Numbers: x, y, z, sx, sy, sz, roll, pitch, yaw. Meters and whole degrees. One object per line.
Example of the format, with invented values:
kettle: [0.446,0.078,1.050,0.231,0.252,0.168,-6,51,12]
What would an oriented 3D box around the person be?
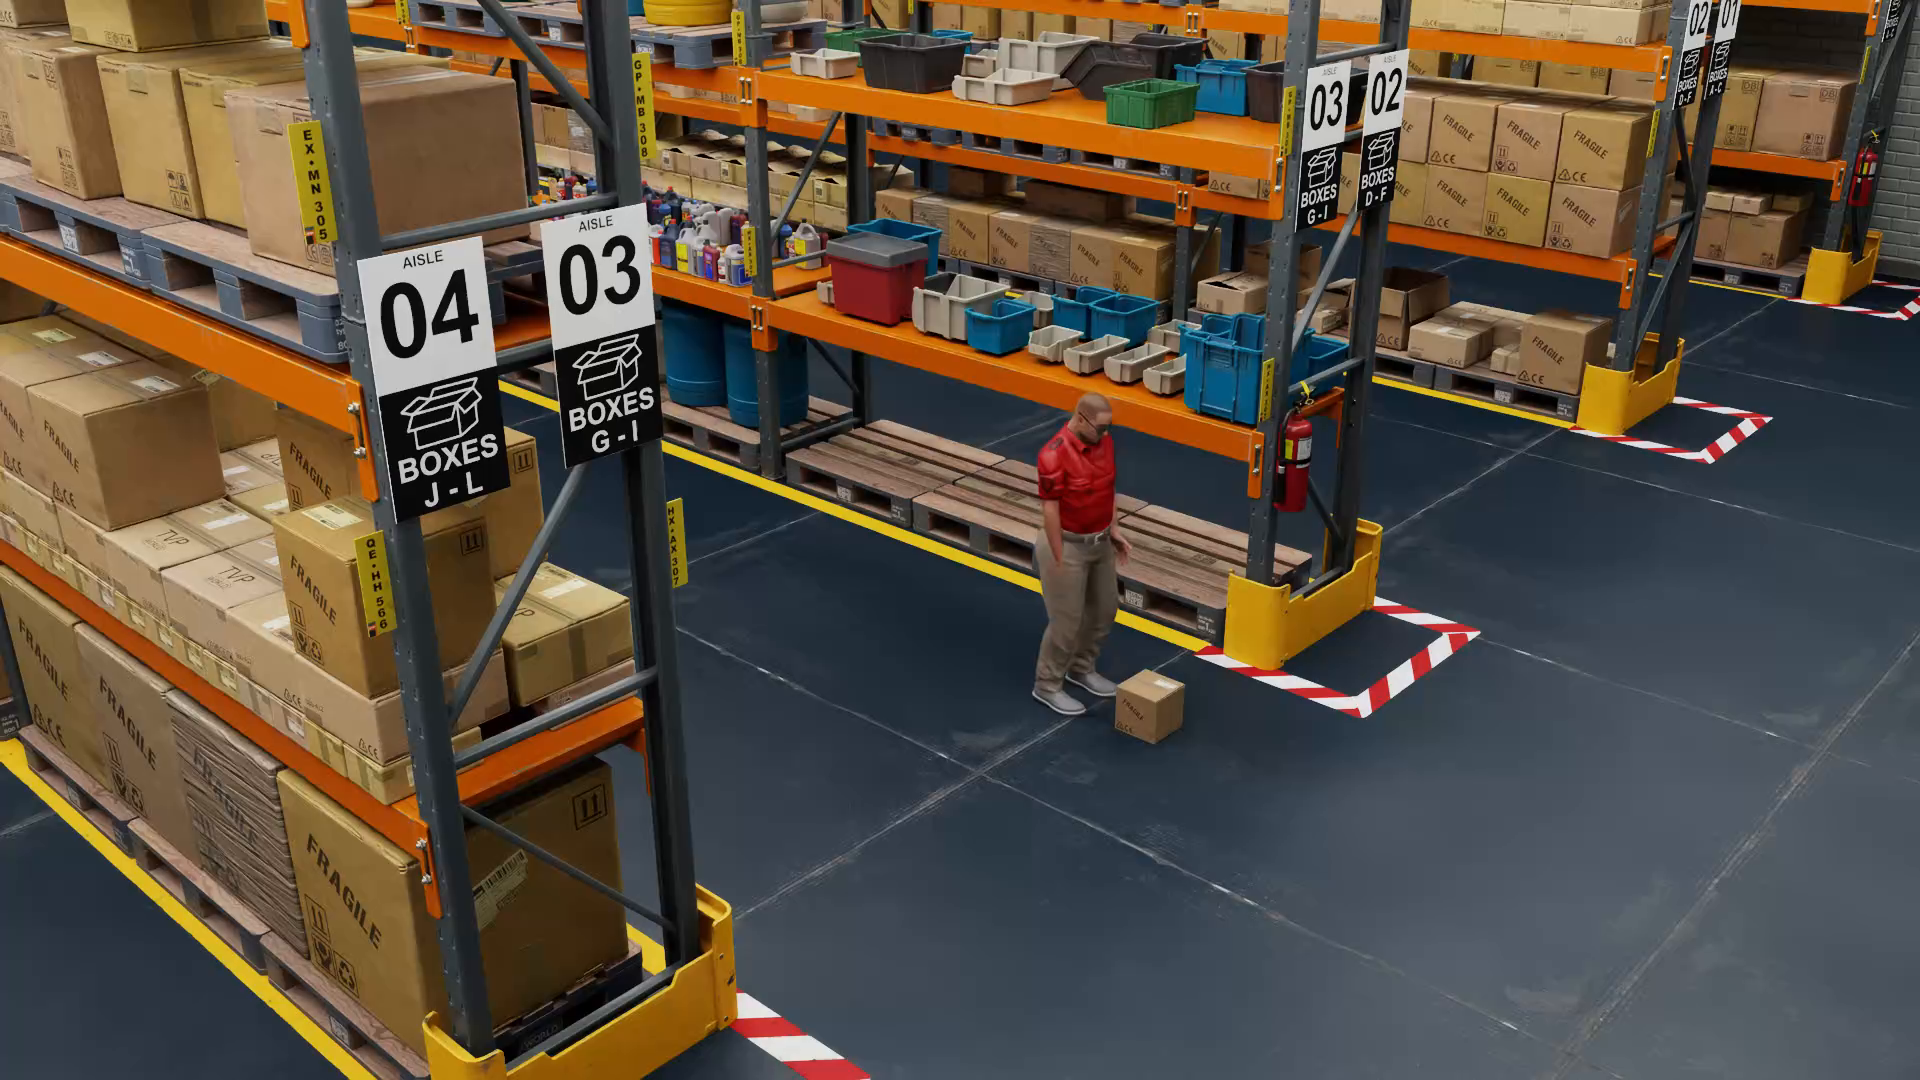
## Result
person: [0.621,0.045,8.558,0.367,1.709,0.540,21,31,39]
